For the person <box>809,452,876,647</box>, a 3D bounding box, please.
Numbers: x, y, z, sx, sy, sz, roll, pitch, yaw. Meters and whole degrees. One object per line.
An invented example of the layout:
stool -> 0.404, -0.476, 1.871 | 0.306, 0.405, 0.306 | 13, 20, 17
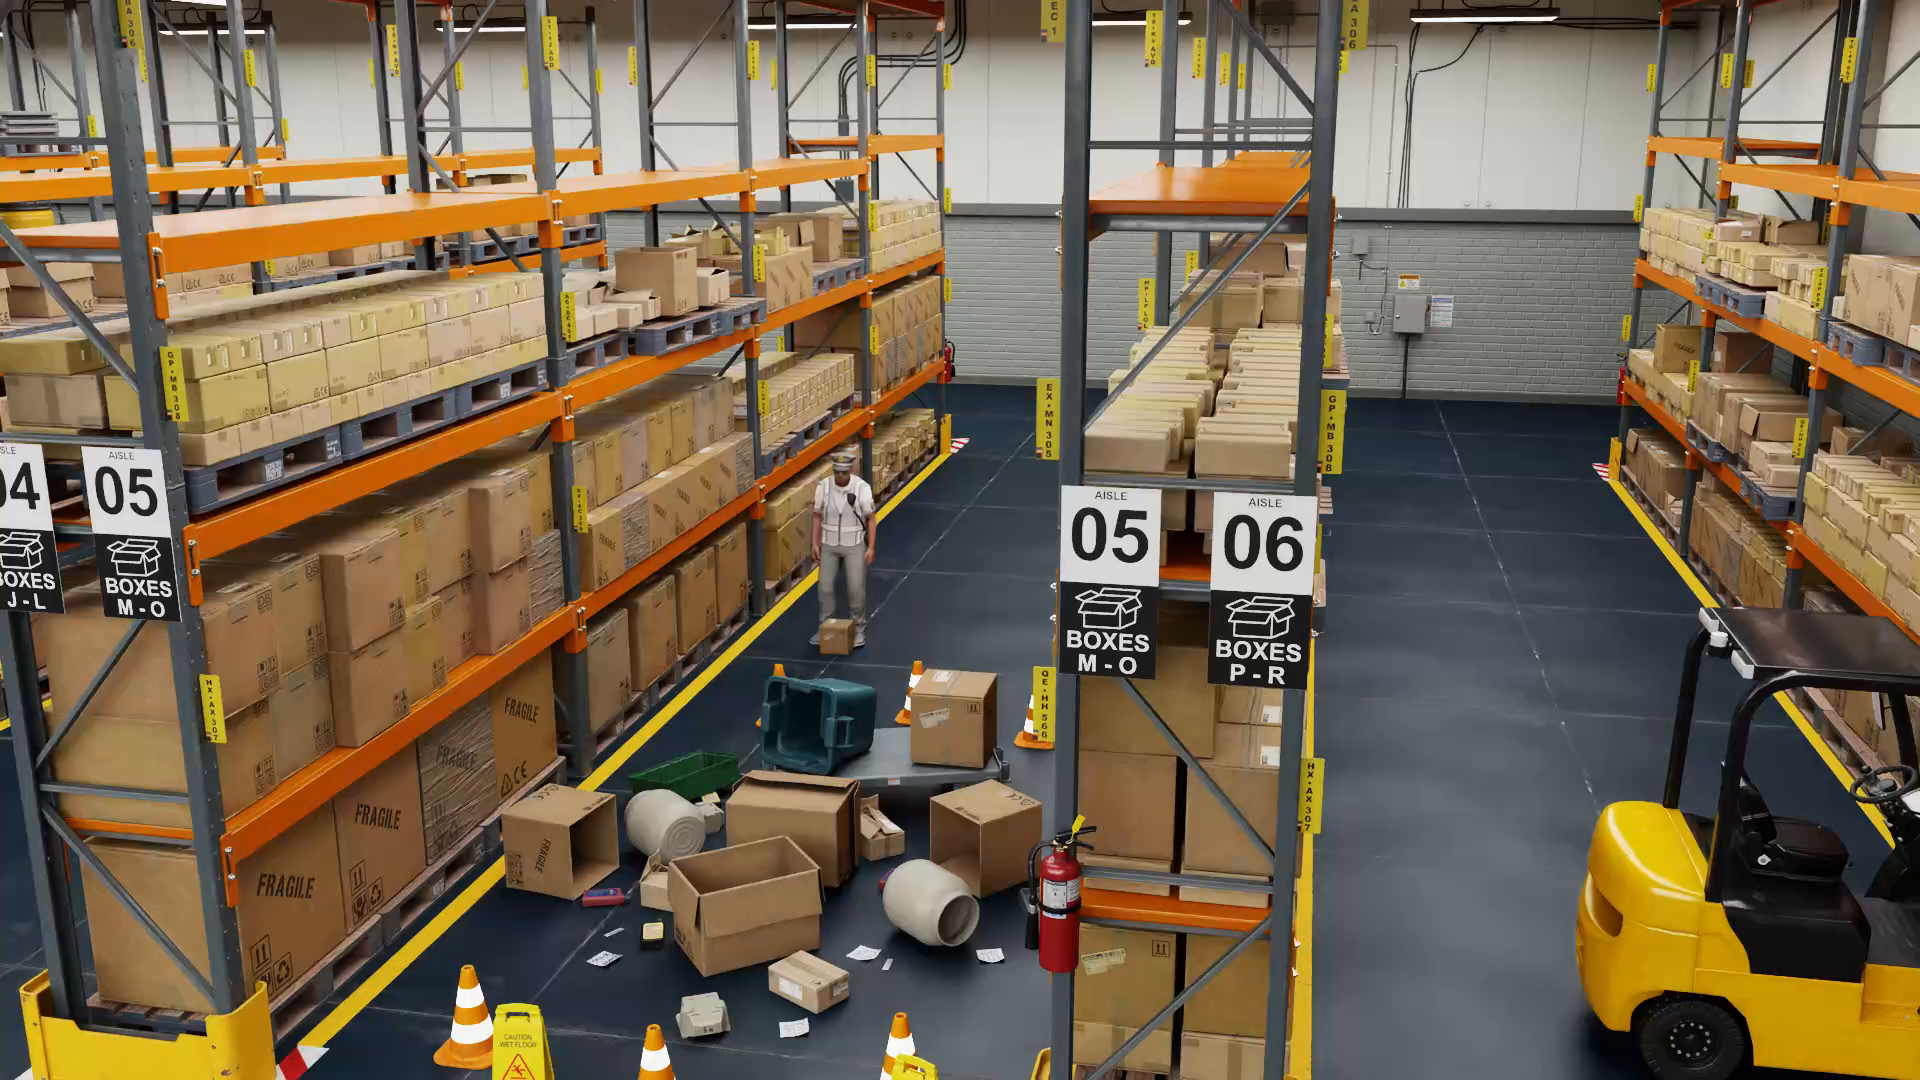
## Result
person -> -1.035, 0.060, 14.767 | 0.591, 1.746, 0.437 | 2, 15, 9
